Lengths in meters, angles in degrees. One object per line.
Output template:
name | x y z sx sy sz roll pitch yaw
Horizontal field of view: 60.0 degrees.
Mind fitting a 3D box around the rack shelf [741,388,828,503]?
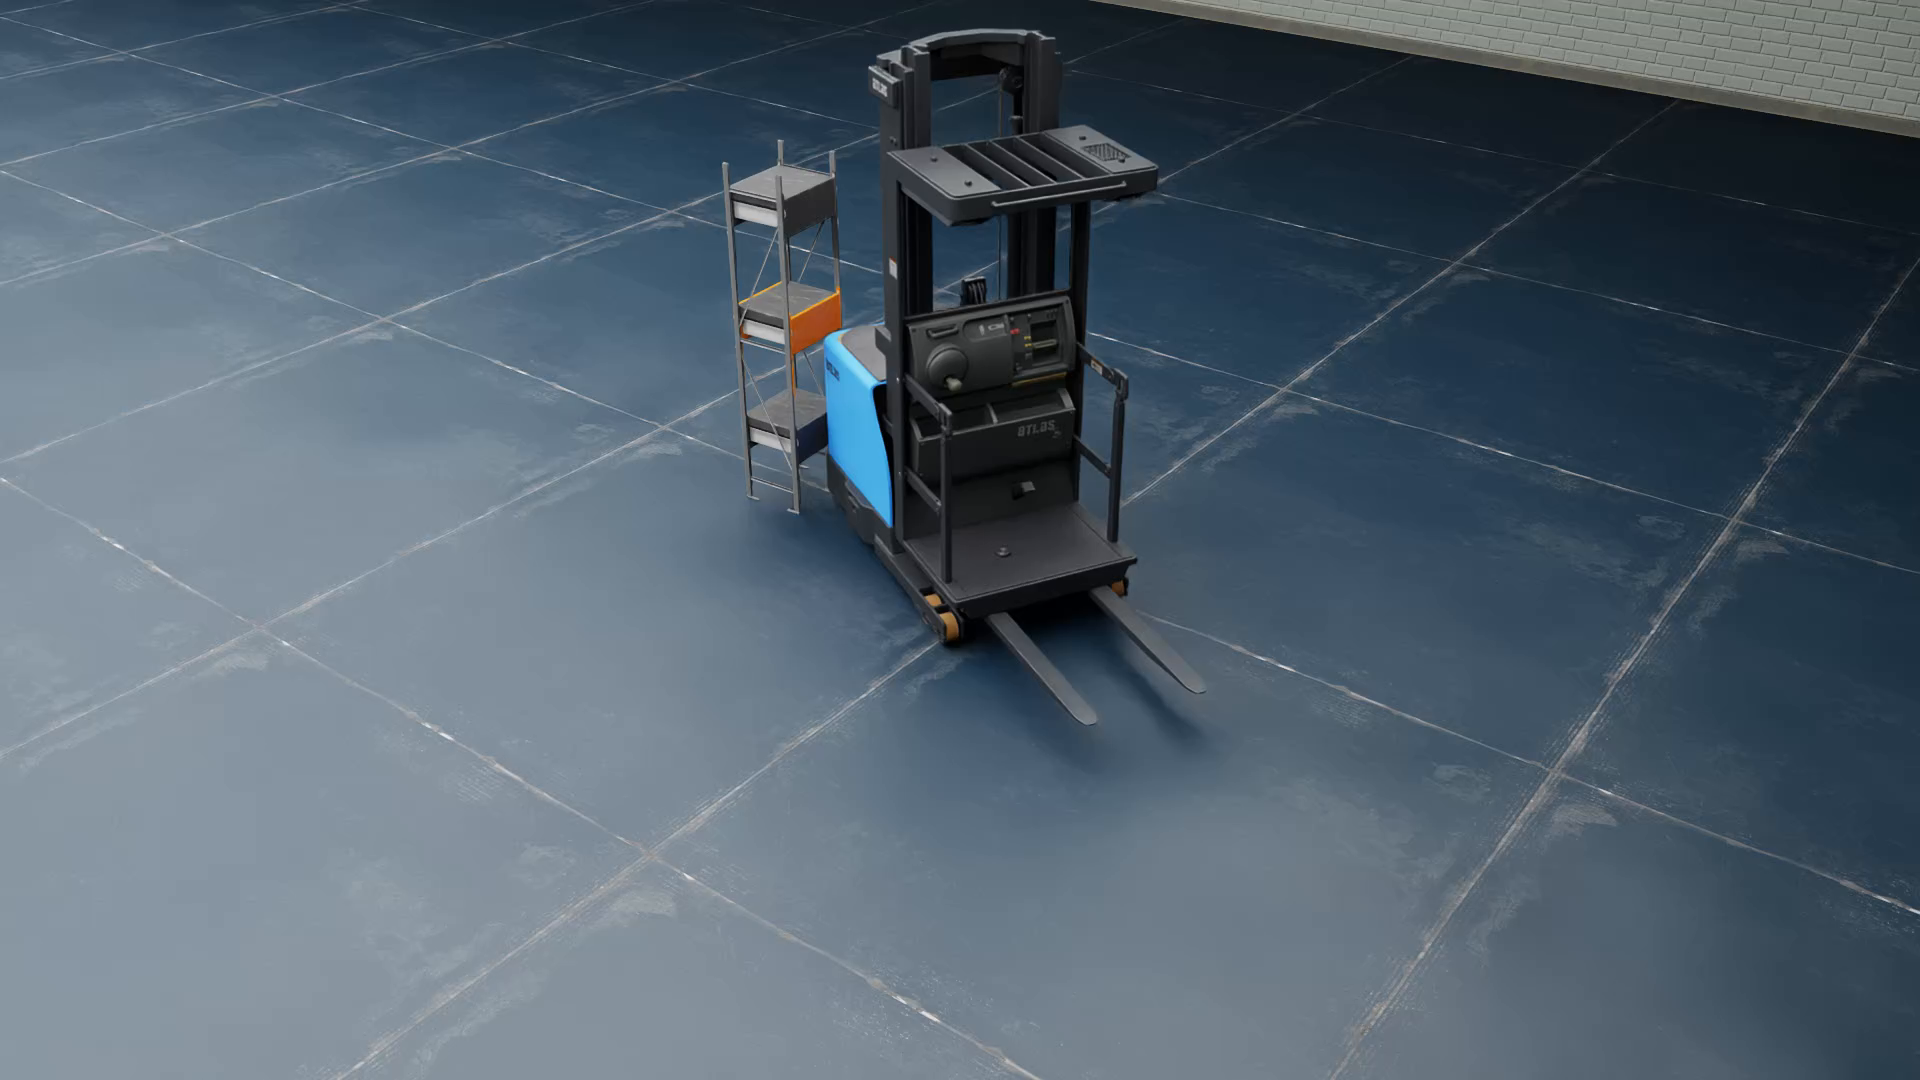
rack shelf | -1.000 -0.602 10.106 0.431 0.518 0.480 18 35 28

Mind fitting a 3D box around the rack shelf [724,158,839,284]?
rack shelf | -1.000 -1.806 9.392 0.431 0.518 0.480 18 35 28

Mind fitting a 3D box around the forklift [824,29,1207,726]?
forklift | 0.267 -0.966 8.505 1.130 2.935 3.031 -13 33 -21

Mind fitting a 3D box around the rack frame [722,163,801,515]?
rack frame | -1.132 -1.111 9.566 0.400 2.100 0.015 18 35 28

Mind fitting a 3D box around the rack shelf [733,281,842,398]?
rack shelf | -1.000 -1.204 9.749 0.431 0.518 0.480 18 35 28

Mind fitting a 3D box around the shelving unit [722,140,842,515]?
shelving unit | -1.000 -1.216 9.742 0.431 2.100 0.503 18 35 28

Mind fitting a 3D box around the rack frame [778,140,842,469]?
rack frame | -0.868 -1.321 9.919 0.400 2.100 0.015 18 35 28
